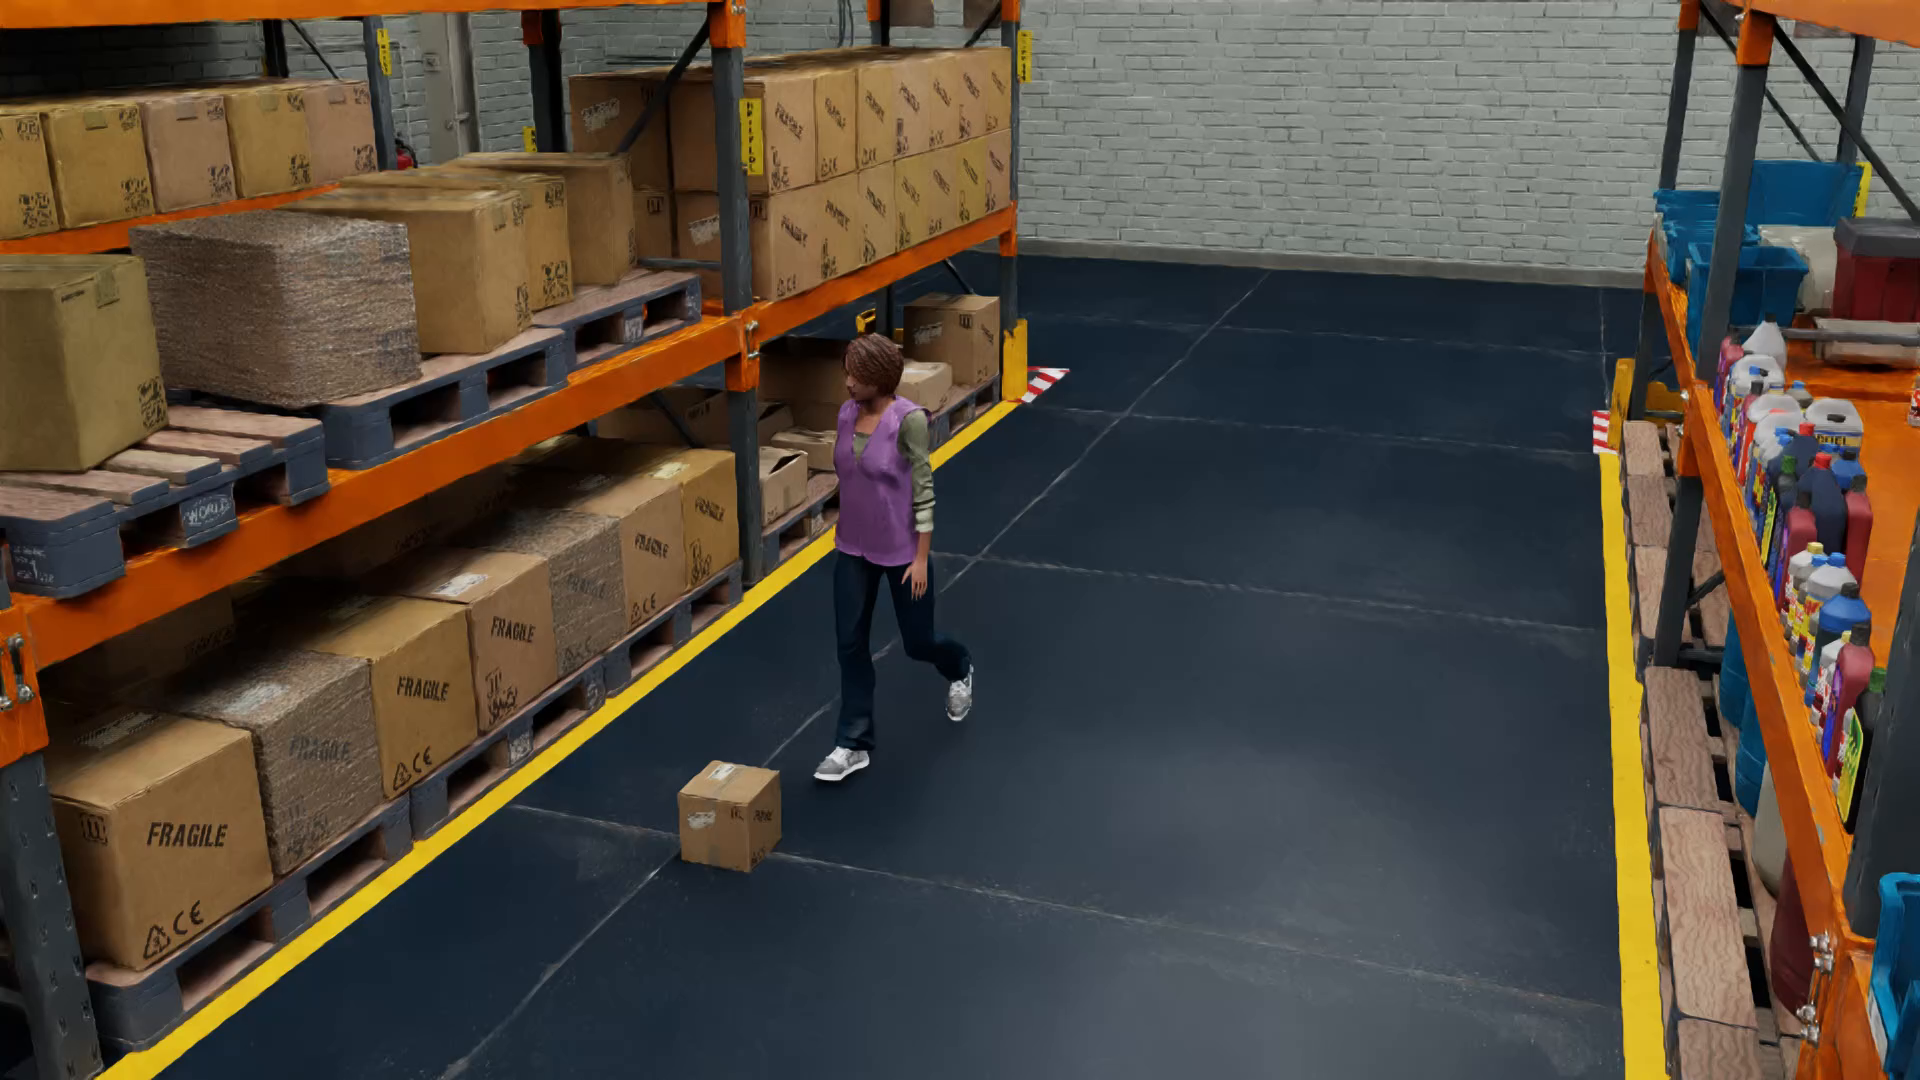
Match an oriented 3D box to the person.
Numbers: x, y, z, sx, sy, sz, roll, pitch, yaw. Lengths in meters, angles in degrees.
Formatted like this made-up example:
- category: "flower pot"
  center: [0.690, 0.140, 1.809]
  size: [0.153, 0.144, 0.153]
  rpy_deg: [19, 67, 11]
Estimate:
- category: "person"
  center: [-0.254, 0.153, 6.008]
  size: [0.419, 1.313, 0.812]
  rpy_deg: [10, 21, 27]
